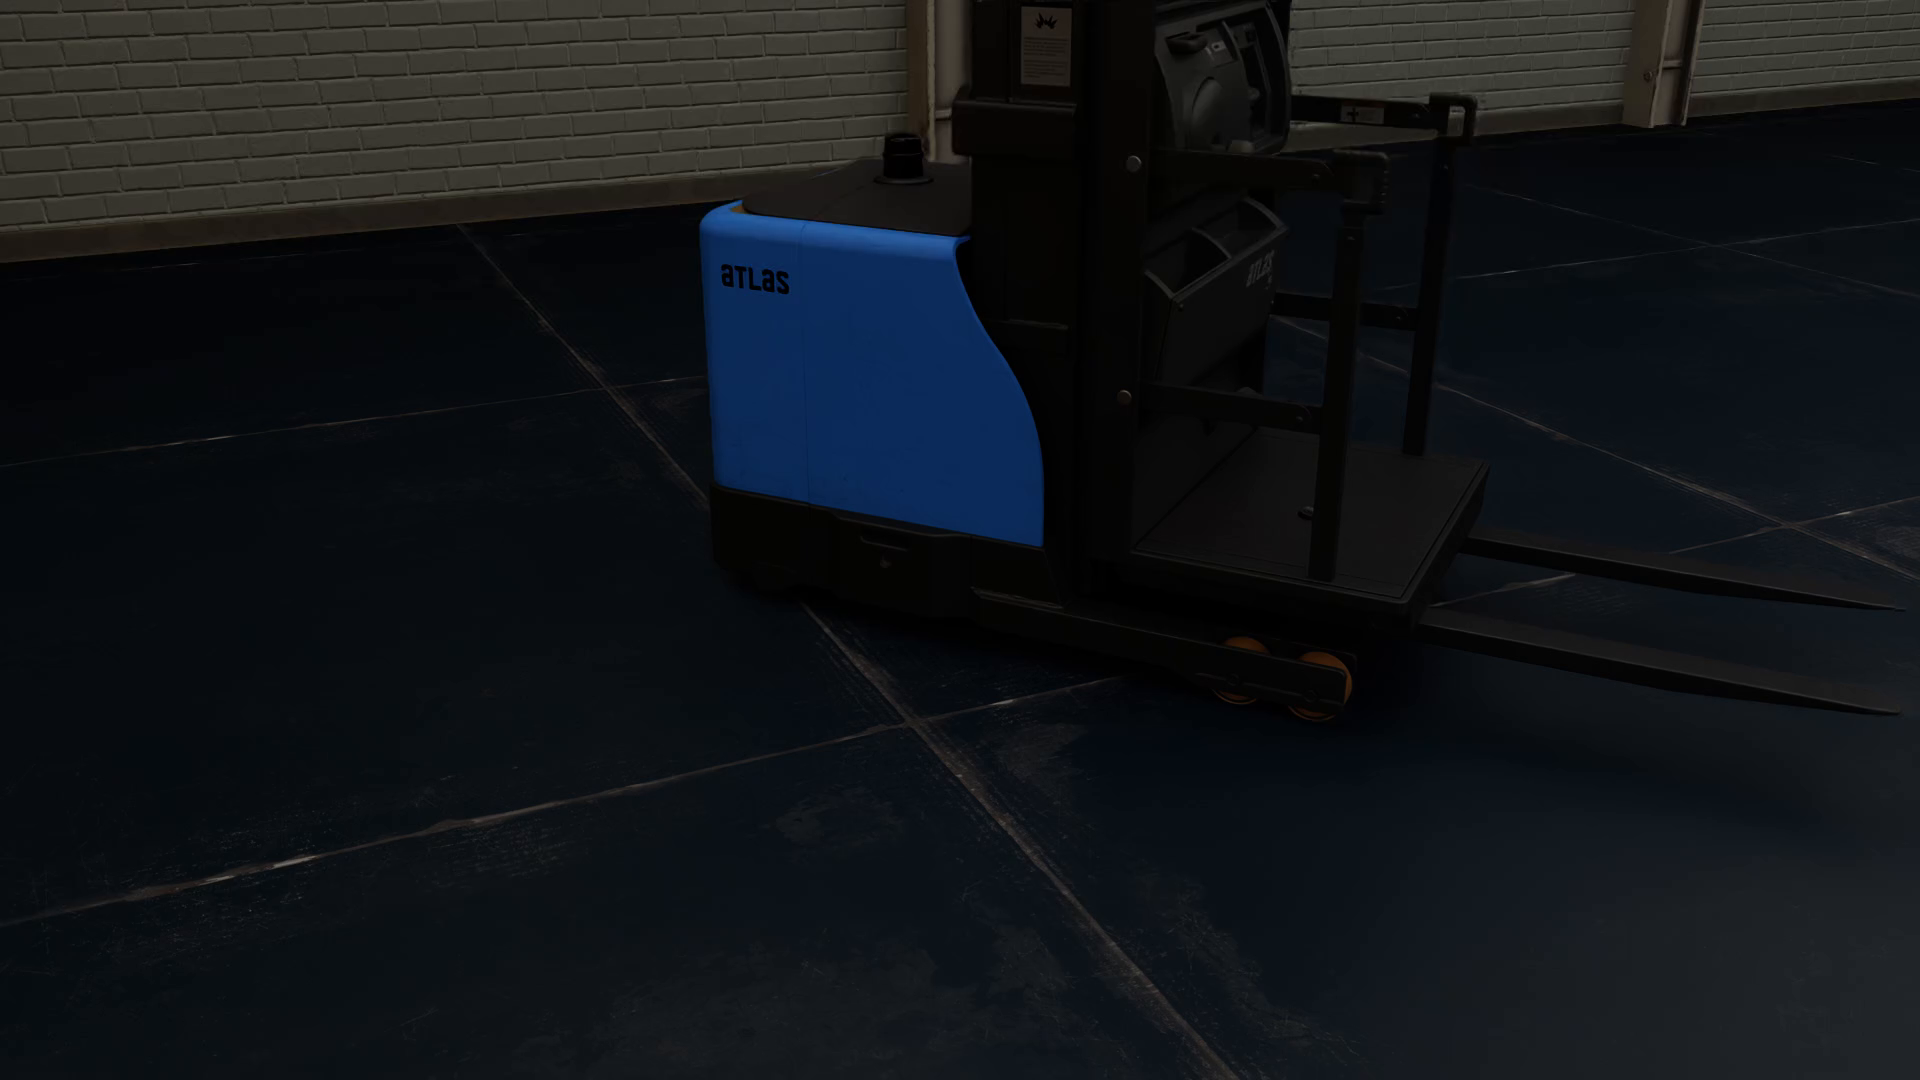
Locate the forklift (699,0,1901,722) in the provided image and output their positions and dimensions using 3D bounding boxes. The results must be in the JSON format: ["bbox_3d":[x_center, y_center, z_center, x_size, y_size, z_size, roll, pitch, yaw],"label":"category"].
[{"bbox_3d":[0.841,-1.144,4.040,3.031,2.935,1.130,11,25,24],"label":"forklift"}]
